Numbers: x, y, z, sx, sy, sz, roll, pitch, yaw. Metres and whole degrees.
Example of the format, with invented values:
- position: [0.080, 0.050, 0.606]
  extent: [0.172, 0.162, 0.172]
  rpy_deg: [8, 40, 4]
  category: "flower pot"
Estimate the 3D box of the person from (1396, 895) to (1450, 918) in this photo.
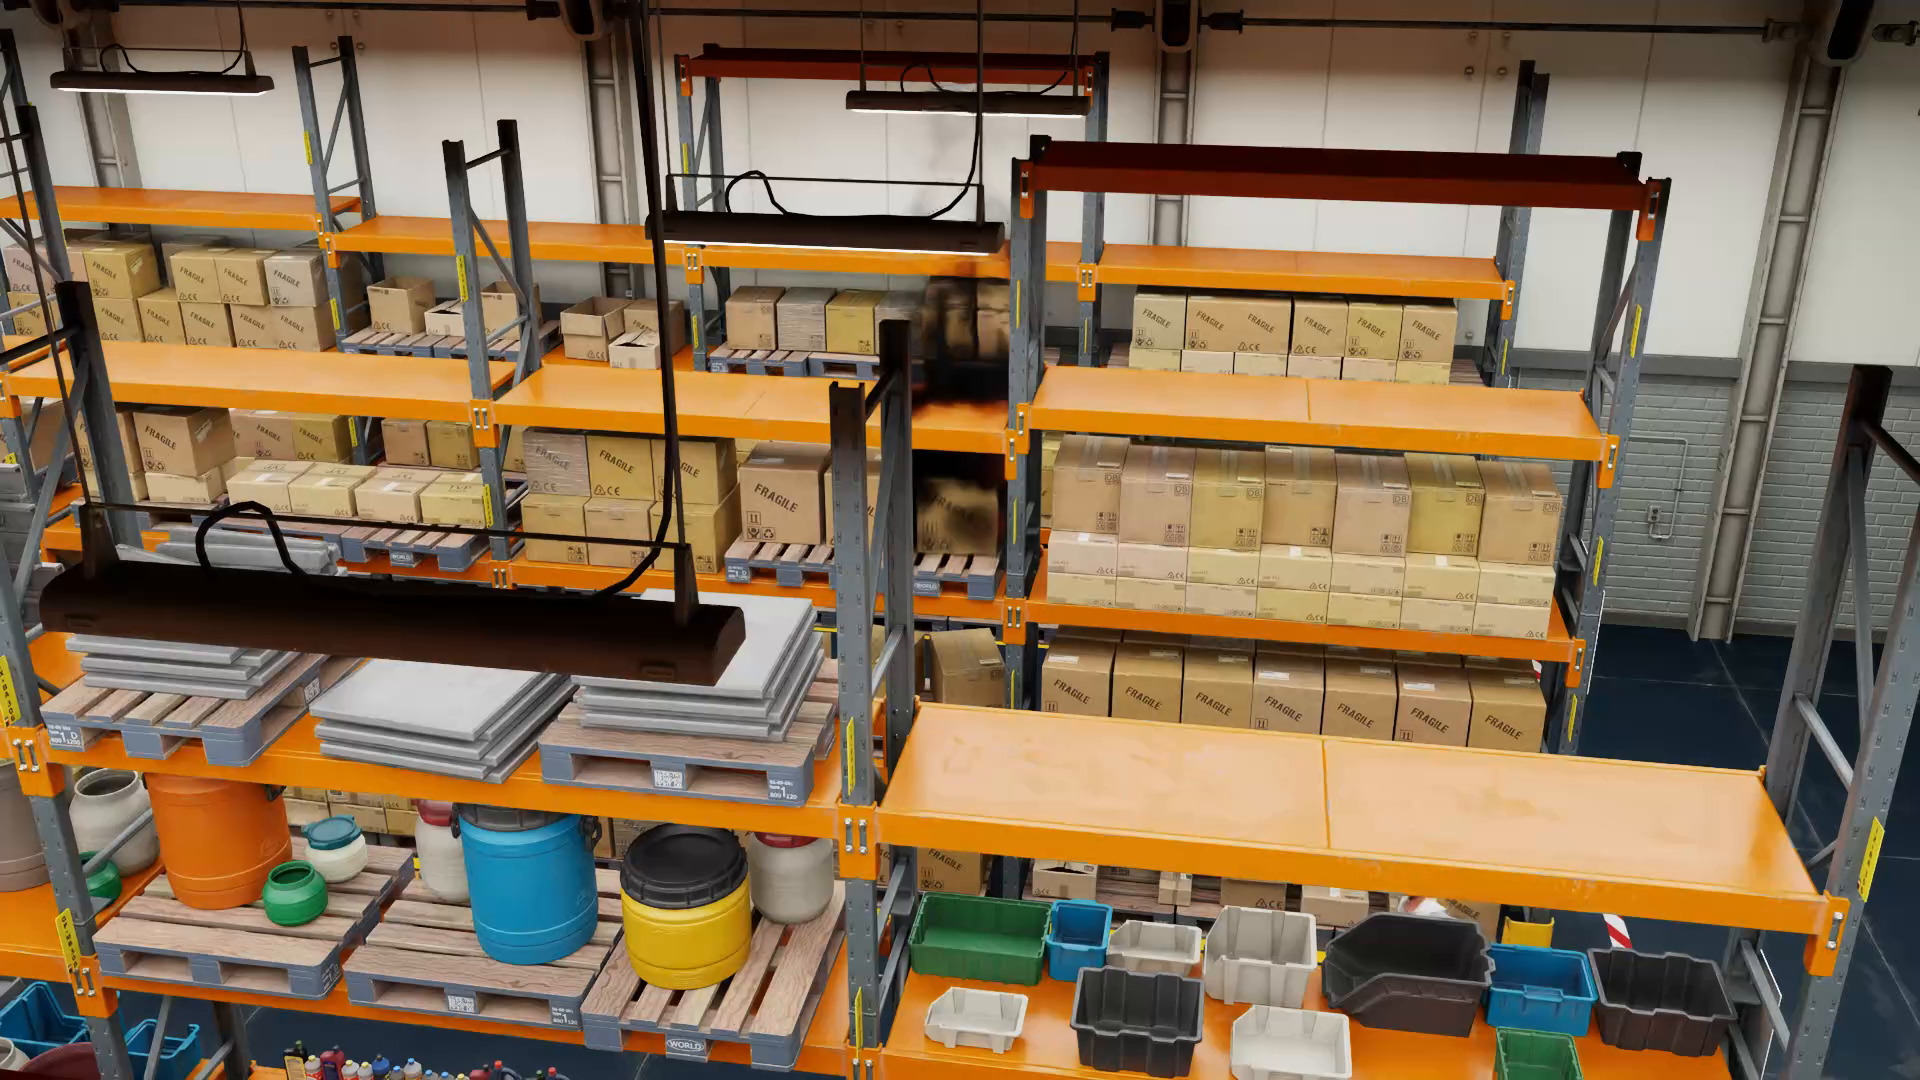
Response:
- position: [3.106, 2.942, 11.211]
  extent: [0.921, 1.791, 0.683]
  rpy_deg: [0, 23, -1]
  category: "person"
